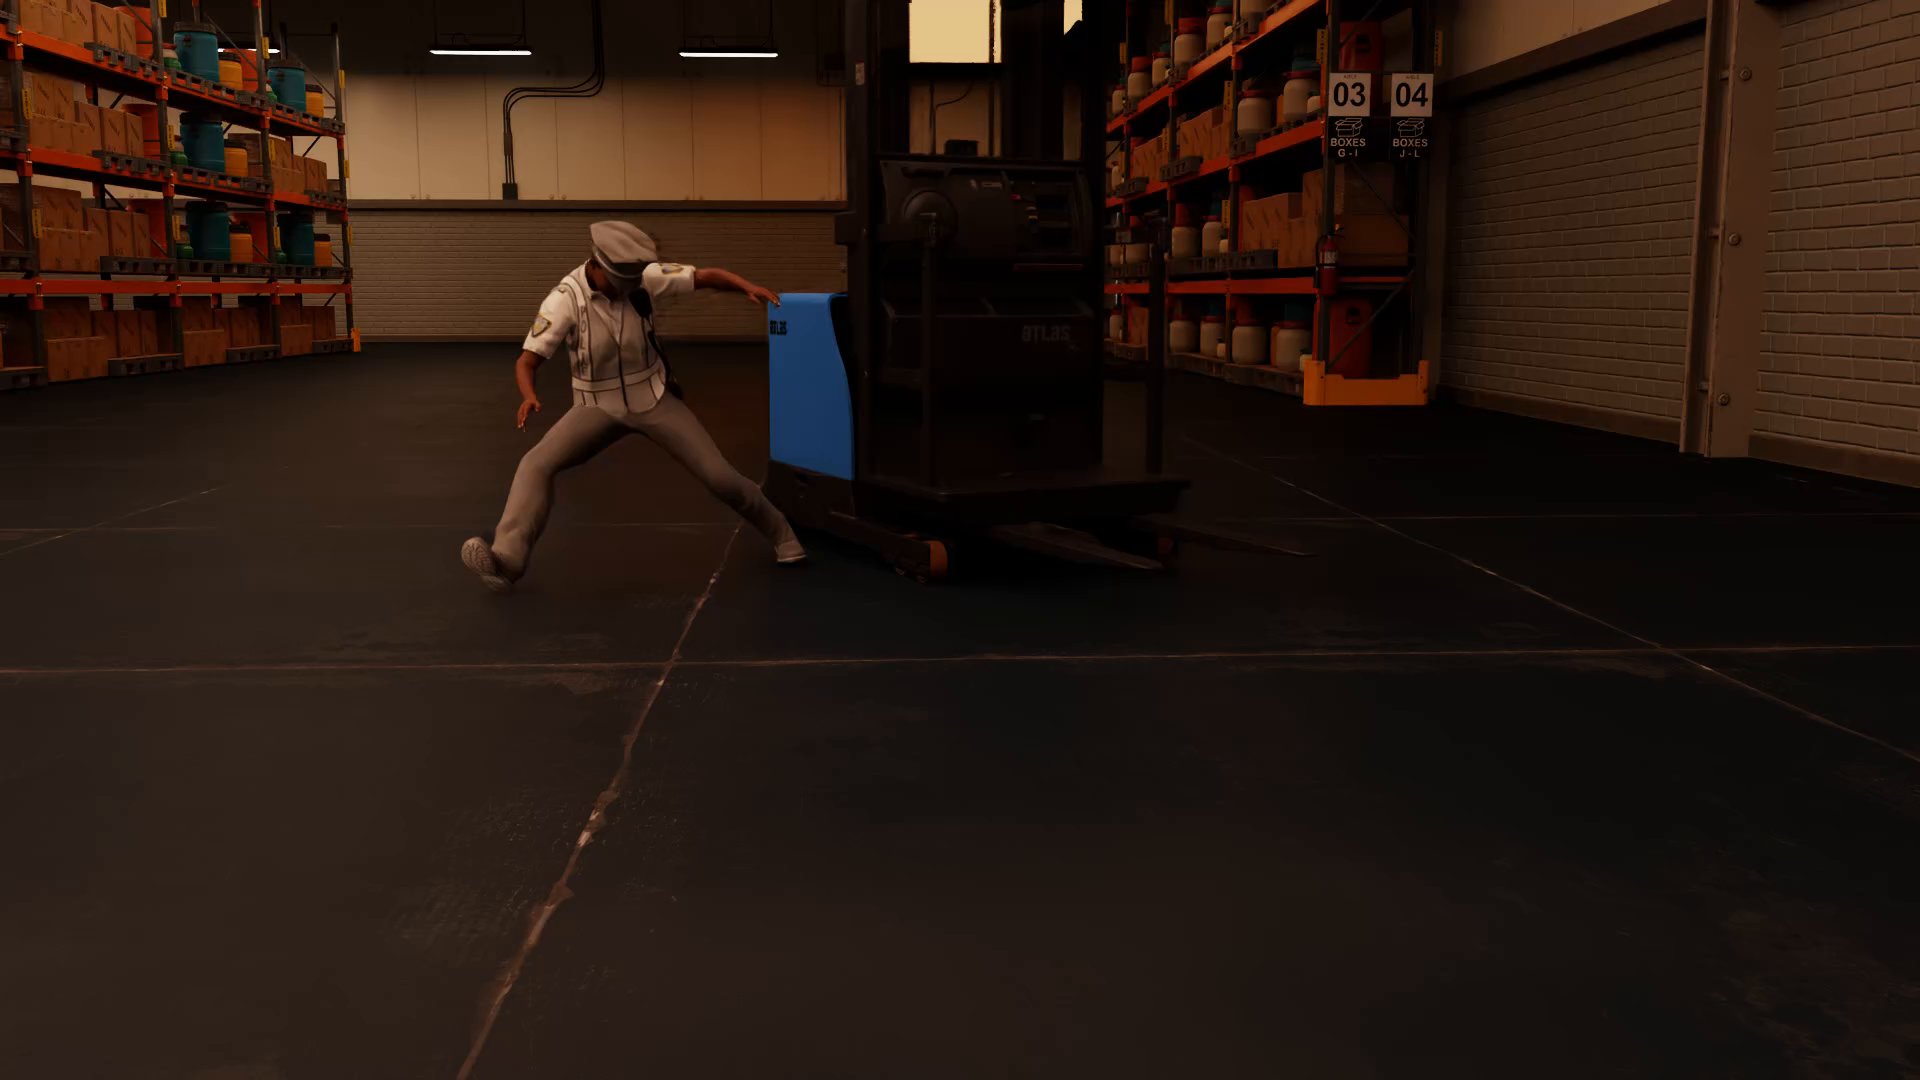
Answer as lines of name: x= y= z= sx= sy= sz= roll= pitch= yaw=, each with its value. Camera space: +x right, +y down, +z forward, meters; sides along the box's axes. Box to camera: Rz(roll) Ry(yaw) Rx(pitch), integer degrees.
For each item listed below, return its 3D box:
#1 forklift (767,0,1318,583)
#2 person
forklift: x=0.212 y=-1.361 z=6.495 sx=1.130 sy=2.935 sz=3.031 roll=-4 pitch=9 yaw=-26
person: x=-1.199 y=-0.513 z=6.238 sx=1.287 sy=1.339 sz=0.795 roll=-2 pitch=9 yaw=-12
